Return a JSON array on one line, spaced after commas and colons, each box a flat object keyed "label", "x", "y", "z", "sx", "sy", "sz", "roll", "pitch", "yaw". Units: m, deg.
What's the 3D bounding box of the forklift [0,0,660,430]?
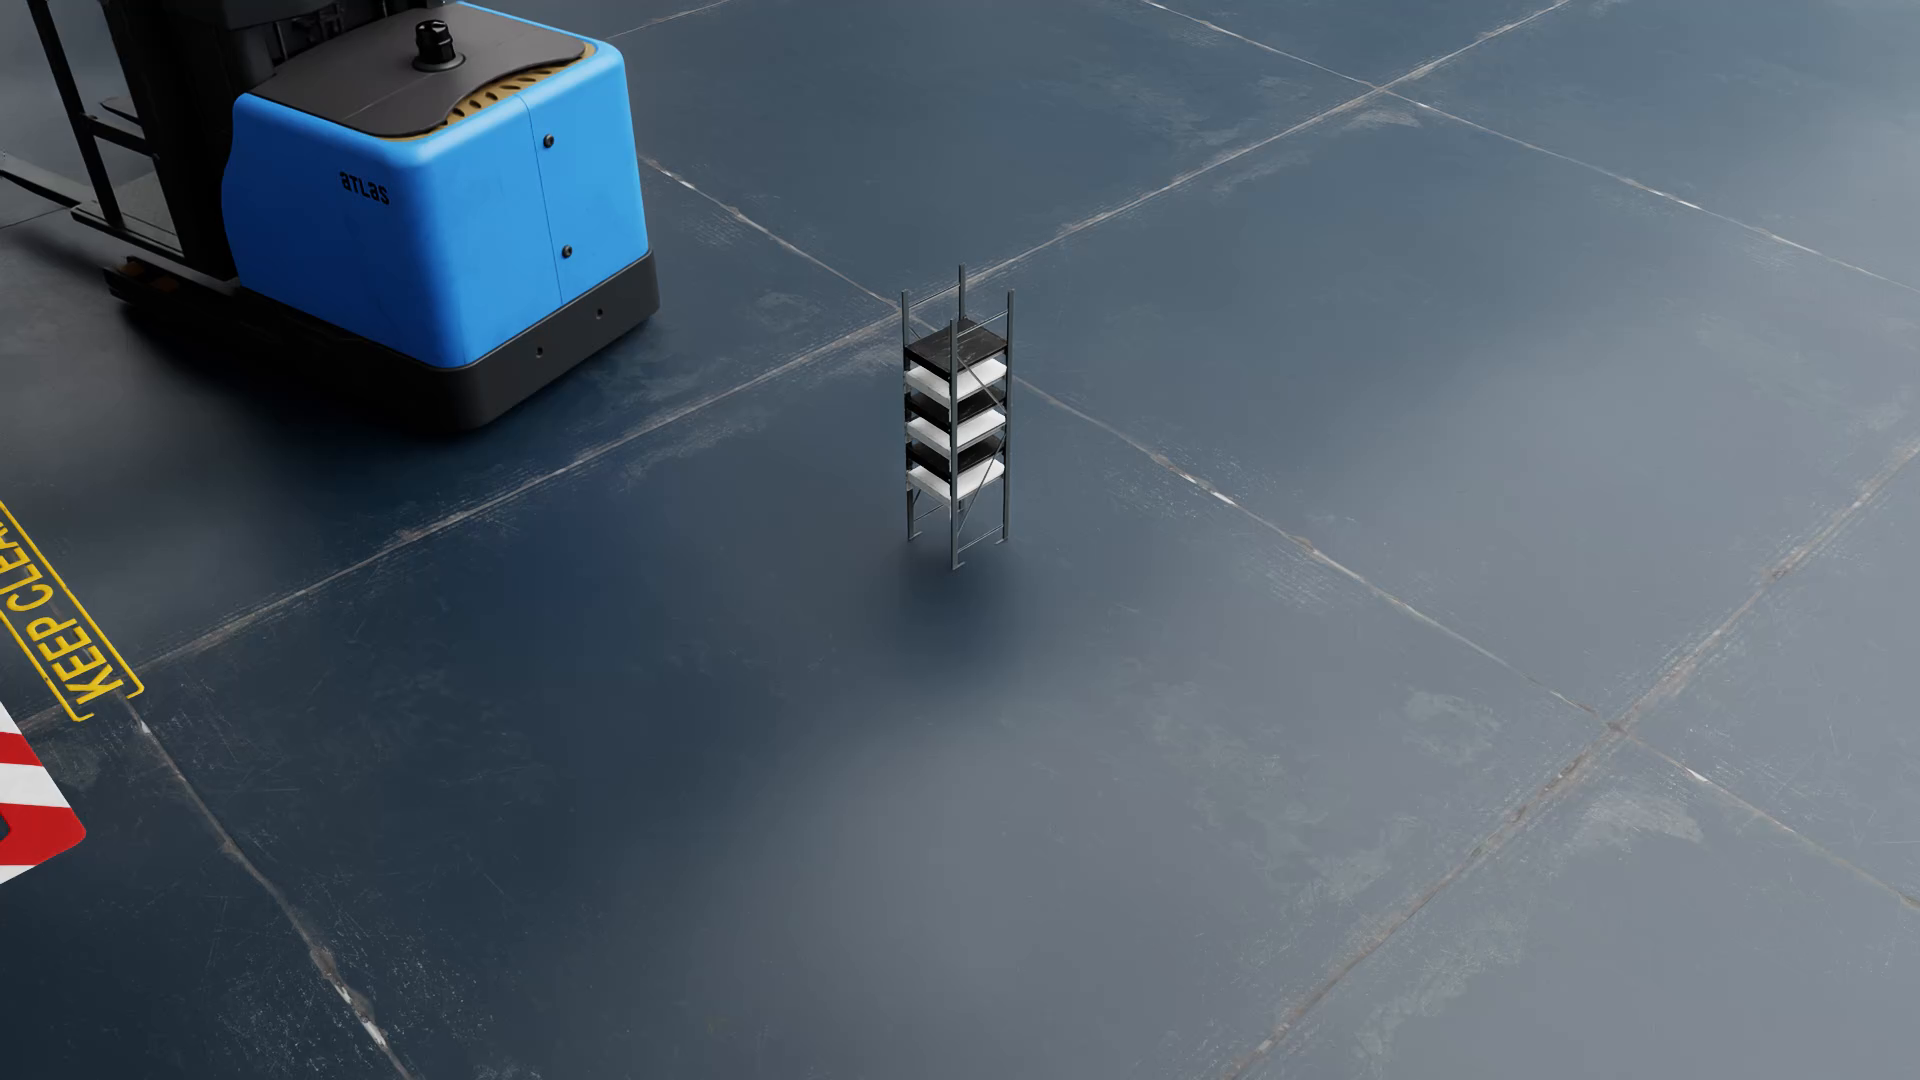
[{"label": "forklift", "x": -2.638, "y": -2.219, "z": 5.665, "sx": 3.031, "sy": 2.935, "sz": 1.130, "roll": 22, "pitch": 44, "yaw": 25}]

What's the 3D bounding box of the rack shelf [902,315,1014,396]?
[{"label": "rack shelf", "x": -0.005, "y": -0.538, "z": 4.823, "sx": 0.258, "sy": 0.077, "sz": 0.200, "roll": -30, "pitch": 48, "yaw": -32}]

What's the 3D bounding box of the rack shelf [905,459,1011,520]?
[{"label": "rack shelf", "x": -0.005, "y": -0.188, "z": 5.106, "sx": 0.258, "sy": 0.077, "sz": 0.200, "roll": -30, "pitch": 48, "yaw": -32}]

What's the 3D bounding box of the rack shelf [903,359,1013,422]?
[{"label": "rack shelf", "x": -0.005, "y": -0.468, "z": 4.880, "sx": 0.258, "sy": 0.077, "sz": 0.200, "roll": -30, "pitch": 48, "yaw": -32}]

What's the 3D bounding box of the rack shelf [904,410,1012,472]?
[{"label": "rack shelf", "x": -0.005, "y": -0.328, "z": 4.993, "sx": 0.258, "sy": 0.077, "sz": 0.200, "roll": -30, "pitch": 48, "yaw": -32}]

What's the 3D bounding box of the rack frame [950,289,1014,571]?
[{"label": "rack frame", "x": 0.063, "y": -0.307, "z": 4.914, "sx": 0.240, "sy": 0.900, "sz": 0.006, "roll": -30, "pitch": 48, "yaw": -32}]

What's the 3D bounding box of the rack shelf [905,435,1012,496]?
[{"label": "rack shelf", "x": -0.005, "y": -0.258, "z": 5.049, "sx": 0.258, "sy": 0.077, "sz": 0.200, "roll": -30, "pitch": 48, "yaw": -32}]

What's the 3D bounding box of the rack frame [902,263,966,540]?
[{"label": "rack frame", "x": -0.074, "y": -0.401, "z": 5.030, "sx": 0.240, "sy": 0.900, "sz": 0.006, "roll": -30, "pitch": 48, "yaw": -32}]

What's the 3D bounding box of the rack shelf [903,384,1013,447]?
[{"label": "rack shelf", "x": -0.005, "y": -0.398, "z": 4.936, "sx": 0.258, "sy": 0.077, "sz": 0.200, "roll": -30, "pitch": 48, "yaw": -32}]

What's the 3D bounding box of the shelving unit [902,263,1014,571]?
[{"label": "shelving unit", "x": -0.005, "y": -0.354, "z": 4.972, "sx": 0.258, "sy": 0.900, "sz": 0.210, "roll": -30, "pitch": 48, "yaw": -32}]
